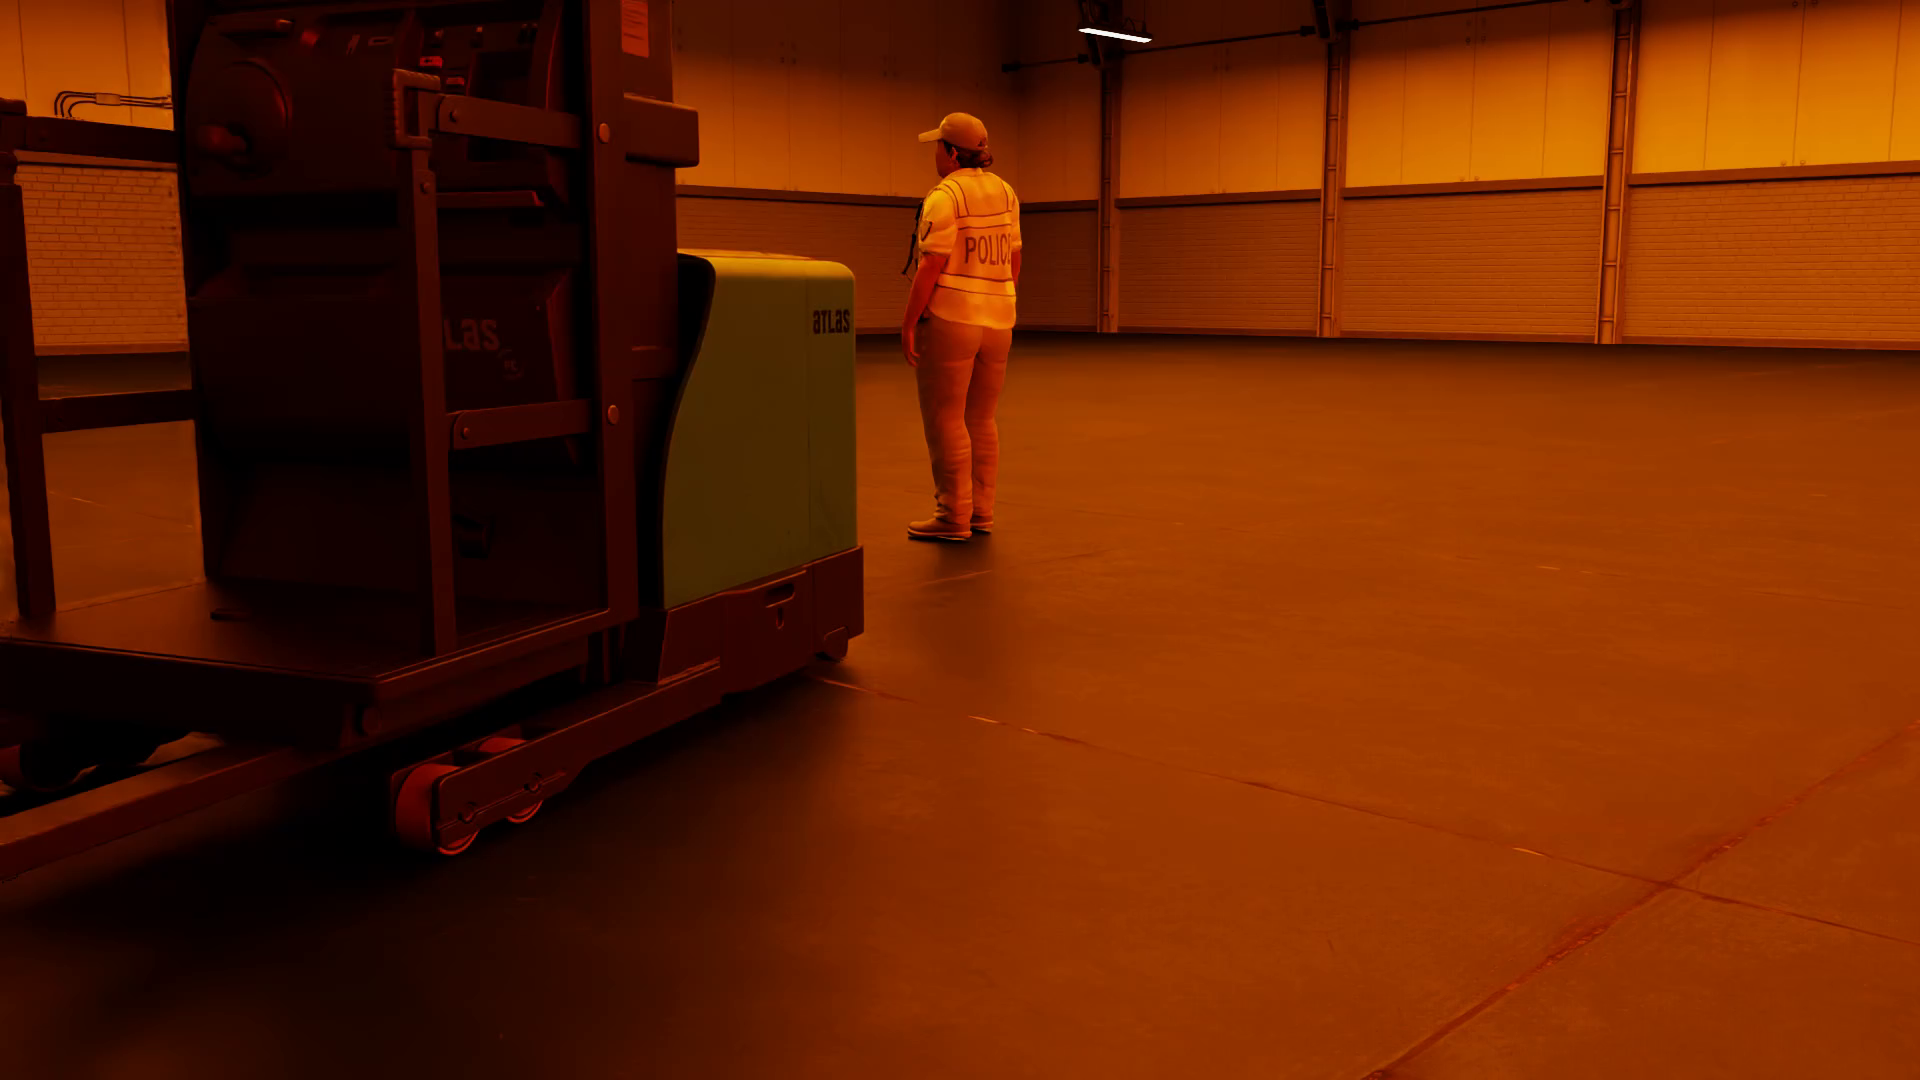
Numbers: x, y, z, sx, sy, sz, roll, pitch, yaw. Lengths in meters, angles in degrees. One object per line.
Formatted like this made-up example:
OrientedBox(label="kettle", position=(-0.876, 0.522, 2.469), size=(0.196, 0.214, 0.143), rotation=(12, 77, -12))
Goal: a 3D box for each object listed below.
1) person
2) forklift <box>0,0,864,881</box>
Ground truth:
OrientedBox(label="person", position=(-0.039, -0.843, 6.661), size=(0.529, 1.670, 0.598), rotation=(8, 12, 43))
OrientedBox(label="forklift", position=(-1.286, -0.955, 3.218), size=(1.130, 2.935, 3.031), rotation=(3, 9, 22))
